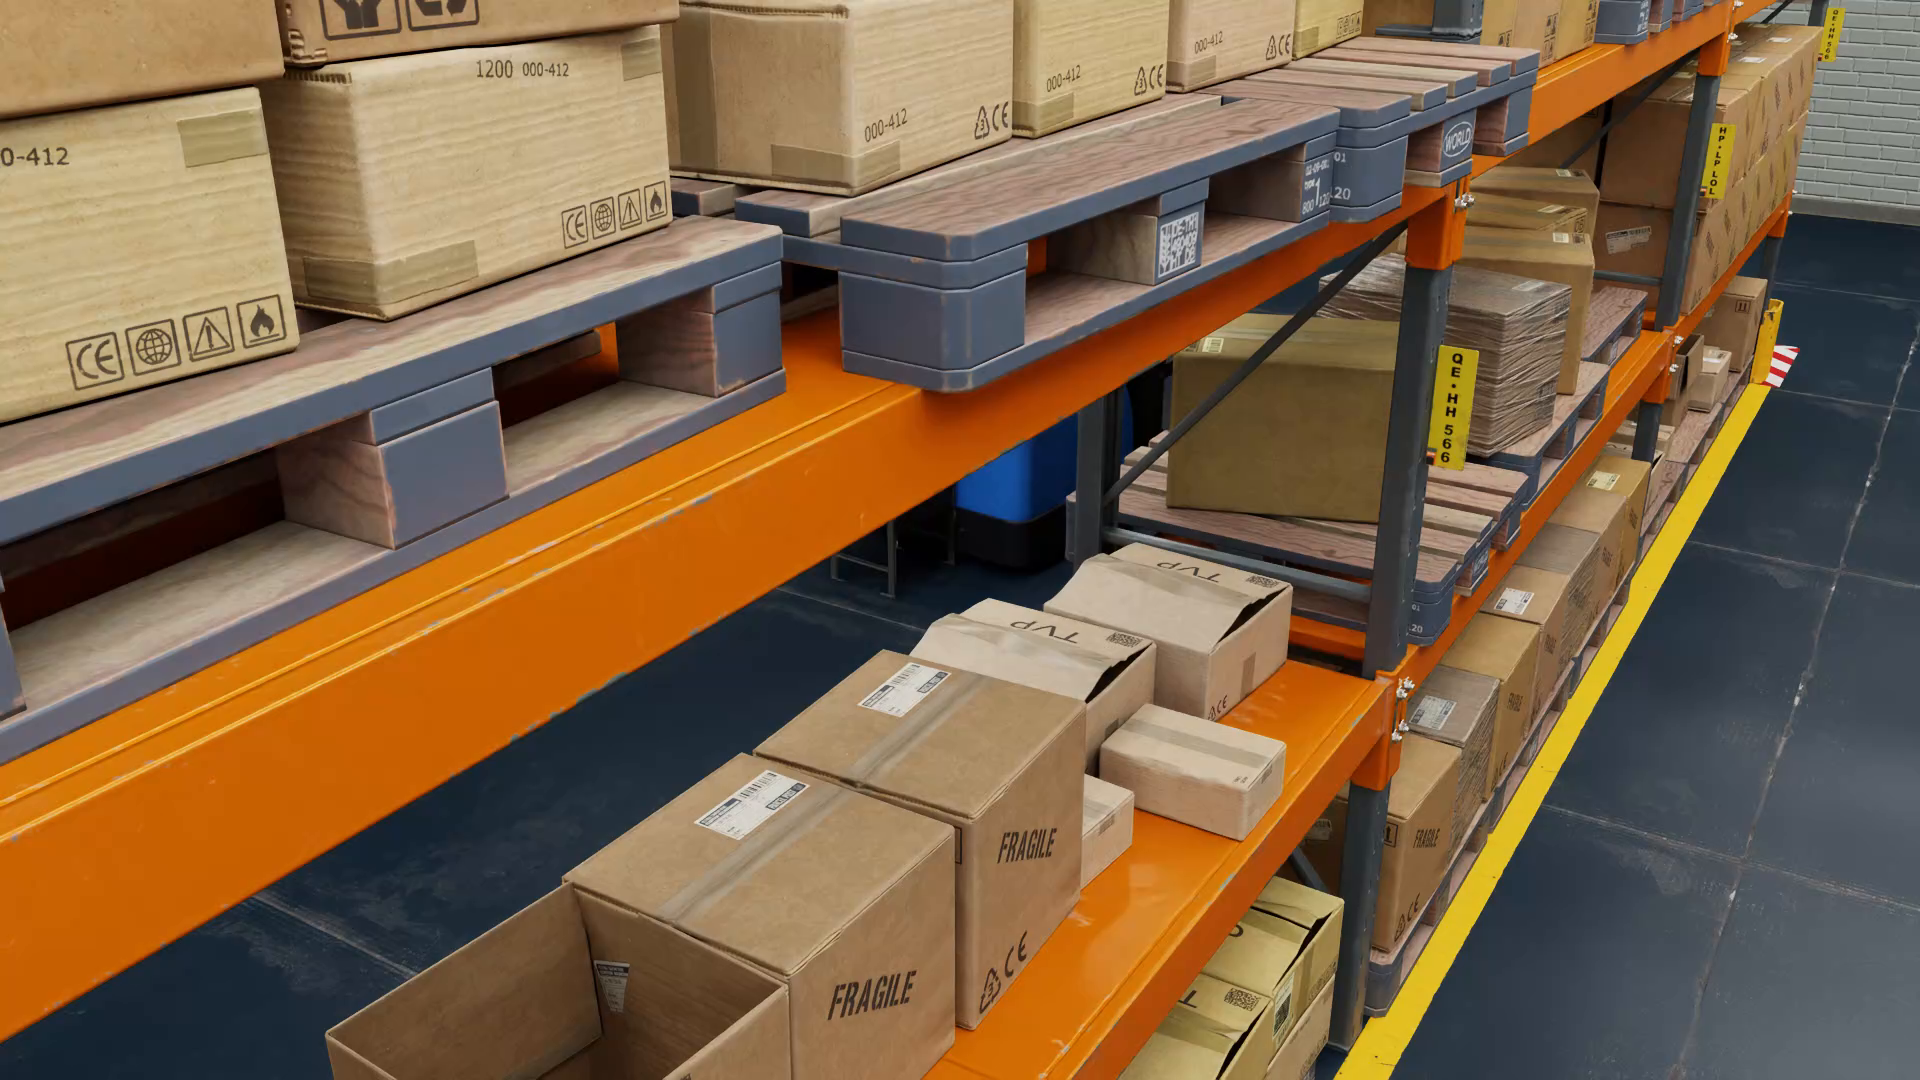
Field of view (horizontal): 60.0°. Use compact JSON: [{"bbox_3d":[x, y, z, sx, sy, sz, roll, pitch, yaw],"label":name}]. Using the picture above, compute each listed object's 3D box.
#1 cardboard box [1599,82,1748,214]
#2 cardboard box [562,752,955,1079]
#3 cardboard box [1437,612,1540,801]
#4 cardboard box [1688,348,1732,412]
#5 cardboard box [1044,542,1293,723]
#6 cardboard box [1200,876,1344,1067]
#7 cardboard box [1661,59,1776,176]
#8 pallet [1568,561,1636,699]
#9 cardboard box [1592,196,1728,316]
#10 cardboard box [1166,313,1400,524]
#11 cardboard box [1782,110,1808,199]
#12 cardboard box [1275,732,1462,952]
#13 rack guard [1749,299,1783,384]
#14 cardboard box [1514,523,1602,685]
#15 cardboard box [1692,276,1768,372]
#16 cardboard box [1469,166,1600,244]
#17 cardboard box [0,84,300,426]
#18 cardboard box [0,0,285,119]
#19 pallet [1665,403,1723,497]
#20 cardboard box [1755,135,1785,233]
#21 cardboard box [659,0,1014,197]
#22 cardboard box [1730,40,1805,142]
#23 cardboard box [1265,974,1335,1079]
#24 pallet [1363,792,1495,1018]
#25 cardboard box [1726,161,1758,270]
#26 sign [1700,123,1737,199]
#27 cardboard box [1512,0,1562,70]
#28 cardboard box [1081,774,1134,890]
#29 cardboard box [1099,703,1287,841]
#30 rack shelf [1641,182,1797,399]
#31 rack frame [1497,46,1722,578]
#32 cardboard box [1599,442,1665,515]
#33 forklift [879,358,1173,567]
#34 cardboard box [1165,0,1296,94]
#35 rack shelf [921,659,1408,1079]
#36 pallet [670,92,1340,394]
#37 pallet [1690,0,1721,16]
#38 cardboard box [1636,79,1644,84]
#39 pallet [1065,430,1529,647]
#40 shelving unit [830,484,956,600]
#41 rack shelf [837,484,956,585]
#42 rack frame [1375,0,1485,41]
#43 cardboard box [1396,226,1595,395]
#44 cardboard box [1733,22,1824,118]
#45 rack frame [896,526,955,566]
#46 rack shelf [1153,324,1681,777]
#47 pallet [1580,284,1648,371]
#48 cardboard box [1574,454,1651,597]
[{"bbox_3d":[3.396,-1.878,7.928,0.500,0.500,0.500,15,27,30],"label":"cardboard box"},{"bbox_3d":[-0.350,0.779,3.050,0.500,0.500,0.500,14,27,29],"label":"cardboard box"},{"bbox_3d":[1.822,0.582,6.222,0.500,0.500,0.500,13,27,28],"label":"cardboard box"},{"bbox_3d":[4.414,-1.014,10.223,0.500,0.250,0.500,14,27,29],"label":"cardboard box"},{"bbox_3d":[0.570,0.232,4.552,0.500,0.311,0.500,16,28,32],"label":"cardboard box"},{"bbox_3d":[0.731,1.117,4.620,0.500,0.311,0.500,15,27,30],"label":"cardboard box"},{"bbox_3d":[3.939,-2.225,8.731,0.500,0.500,0.500,13,27,27],"label":"cardboard box"},{"bbox_3d":[2.512,0.289,7.817,1.003,0.211,1.213,14,27,29],"label":"pallet"},{"bbox_3d":[3.409,-1.434,8.161,0.500,0.500,0.500,15,27,30],"label":"cardboard box"},{"bbox_3d":[1.035,-0.398,5.239,0.700,0.500,0.500,5,24,11],"label":"cardboard box"},{"bbox_3d":[5.013,-2.461,10.533,0.500,0.500,0.500,15,27,31],"label":"cardboard box"},{"bbox_3d":[1.281,0.928,5.422,0.500,0.500,0.500,15,28,31],"label":"cardboard box"},{"bbox_3d":[4.978,-1.450,11.471,1.175,0.500,0.348,14,27,29],"label":"rack guard"},{"bbox_3d":[2.359,0.233,7.029,0.500,0.500,0.500,14,27,30],"label":"cardboard box"},{"bbox_3d":[4.941,-1.443,10.900,0.500,0.500,0.500,14,27,29],"label":"cardboard box"},{"bbox_3d":[2.469,-1.399,7.551,0.700,0.500,0.500,5,24,11],"label":"cardboard box"},{"bbox_3d":[-0.978,-0.279,1.504,0.500,0.250,0.500,17,29,34],"label":"cardboard box"},{"bbox_3d":[-0.953,-0.617,1.341,0.500,0.500,0.500,14,27,30],"label":"cardboard box"},{"bbox_3d":[3.914,-0.638,9.959,1.003,0.211,1.213,14,27,29],"label":"pallet"},{"bbox_3d":[4.475,-2.118,9.740,0.500,0.500,0.500,14,27,29],"label":"cardboard box"},{"bbox_3d":[-0.251,-0.706,2.489,0.500,0.250,0.500,11,26,25],"label":"cardboard box"},{"bbox_3d":[4.482,-2.573,9.534,0.500,0.500,0.500,15,27,30],"label":"cardboard box"},{"bbox_3d":[0.728,1.375,4.731,0.500,0.250,0.500,15,27,30],"label":"cardboard box"},{"bbox_3d":[1.225,1.113,5.914,1.003,0.211,1.213,14,27,29],"label":"pallet"},{"bbox_3d":[3.942,-1.776,8.950,0.500,0.500,0.500,14,27,29],"label":"cardboard box"},{"bbox_3d":[3.382,-1.689,7.419,0.100,0.325,0.005,14,27,29],"label":"sign"},{"bbox_3d":[1.269,-1.672,4.935,0.910,0.500,0.500,14,27,29],"label":"cardboard box"},{"bbox_3d":[0.174,0.635,3.825,0.380,0.149,0.250,16,28,33],"label":"cardboard box"},{"bbox_3d":[0.559,0.554,4.011,0.380,0.149,0.250,14,27,29],"label":"cardboard box"},{"bbox_3d":[3.964,-1.618,9.617,1.077,0.370,4.000,14,27,29],"label":"rack shelf"},{"bbox_3d":[2.909,-1.273,7.915,1.000,3.000,0.127,14,27,29],"label":"rack frame"},{"bbox_3d":[3.314,-0.337,8.584,0.500,0.311,0.500,14,27,29],"label":"cardboard box"},{"bbox_3d":[0.779,-1.735,9.068,1.130,2.935,3.031,16,28,33],"label":"forklift"},{"bbox_3d":[0.346,-1.078,3.348,0.500,0.250,0.500,15,27,30],"label":"cardboard box"},{"bbox_3d":[-0.256,1.082,3.380,1.077,0.370,4.000,14,27,29],"label":"rack shelf"},{"bbox_3d":[-0.071,-0.587,2.792,1.003,0.211,1.213,15,28,31],"label":"pallet"},{"bbox_3d":[2.505,-2.358,6.882,1.213,0.211,1.003,14,27,29],"label":"pallet"},{"bbox_3d":[3.223,-2.176,8.617,0.500,0.500,0.500,13,27,28],"label":"cardboard box"},{"bbox_3d":[1.096,-0.078,5.397,1.213,0.211,1.003,14,27,29],"label":"pallet"},{"bbox_3d":[-0.334,-0.801,7.956,0.431,2.100,0.503,16,28,33],"label":"shelving unit"},{"bbox_3d":[-0.334,-0.146,8.240,0.431,0.518,0.480,16,28,33],"label":"rack shelf"},{"bbox_3d":[0.799,-2.676,3.605,1.000,3.000,0.127,14,27,29],"label":"rack frame"},{"bbox_3d":[2.029,-0.902,6.404,0.700,0.500,0.500,7,24,16],"label":"cardboard box"},{"bbox_3d":[5.017,-2.920,10.335,0.500,0.500,0.500,14,27,29],"label":"cardboard box"},{"bbox_3d":[-0.190,-0.879,8.137,0.400,2.100,0.015,16,28,33],"label":"rack frame"},{"bbox_3d":[1.854,-0.268,6.499,1.077,0.370,4.000,14,27,29],"label":"rack shelf"},{"bbox_3d":[2.394,-0.938,7.383,1.003,0.211,1.213,14,27,29],"label":"pallet"},{"bbox_3d":[2.892,-0.101,7.801,0.500,0.500,0.500,14,27,29],"label":"cardboard box"}]
